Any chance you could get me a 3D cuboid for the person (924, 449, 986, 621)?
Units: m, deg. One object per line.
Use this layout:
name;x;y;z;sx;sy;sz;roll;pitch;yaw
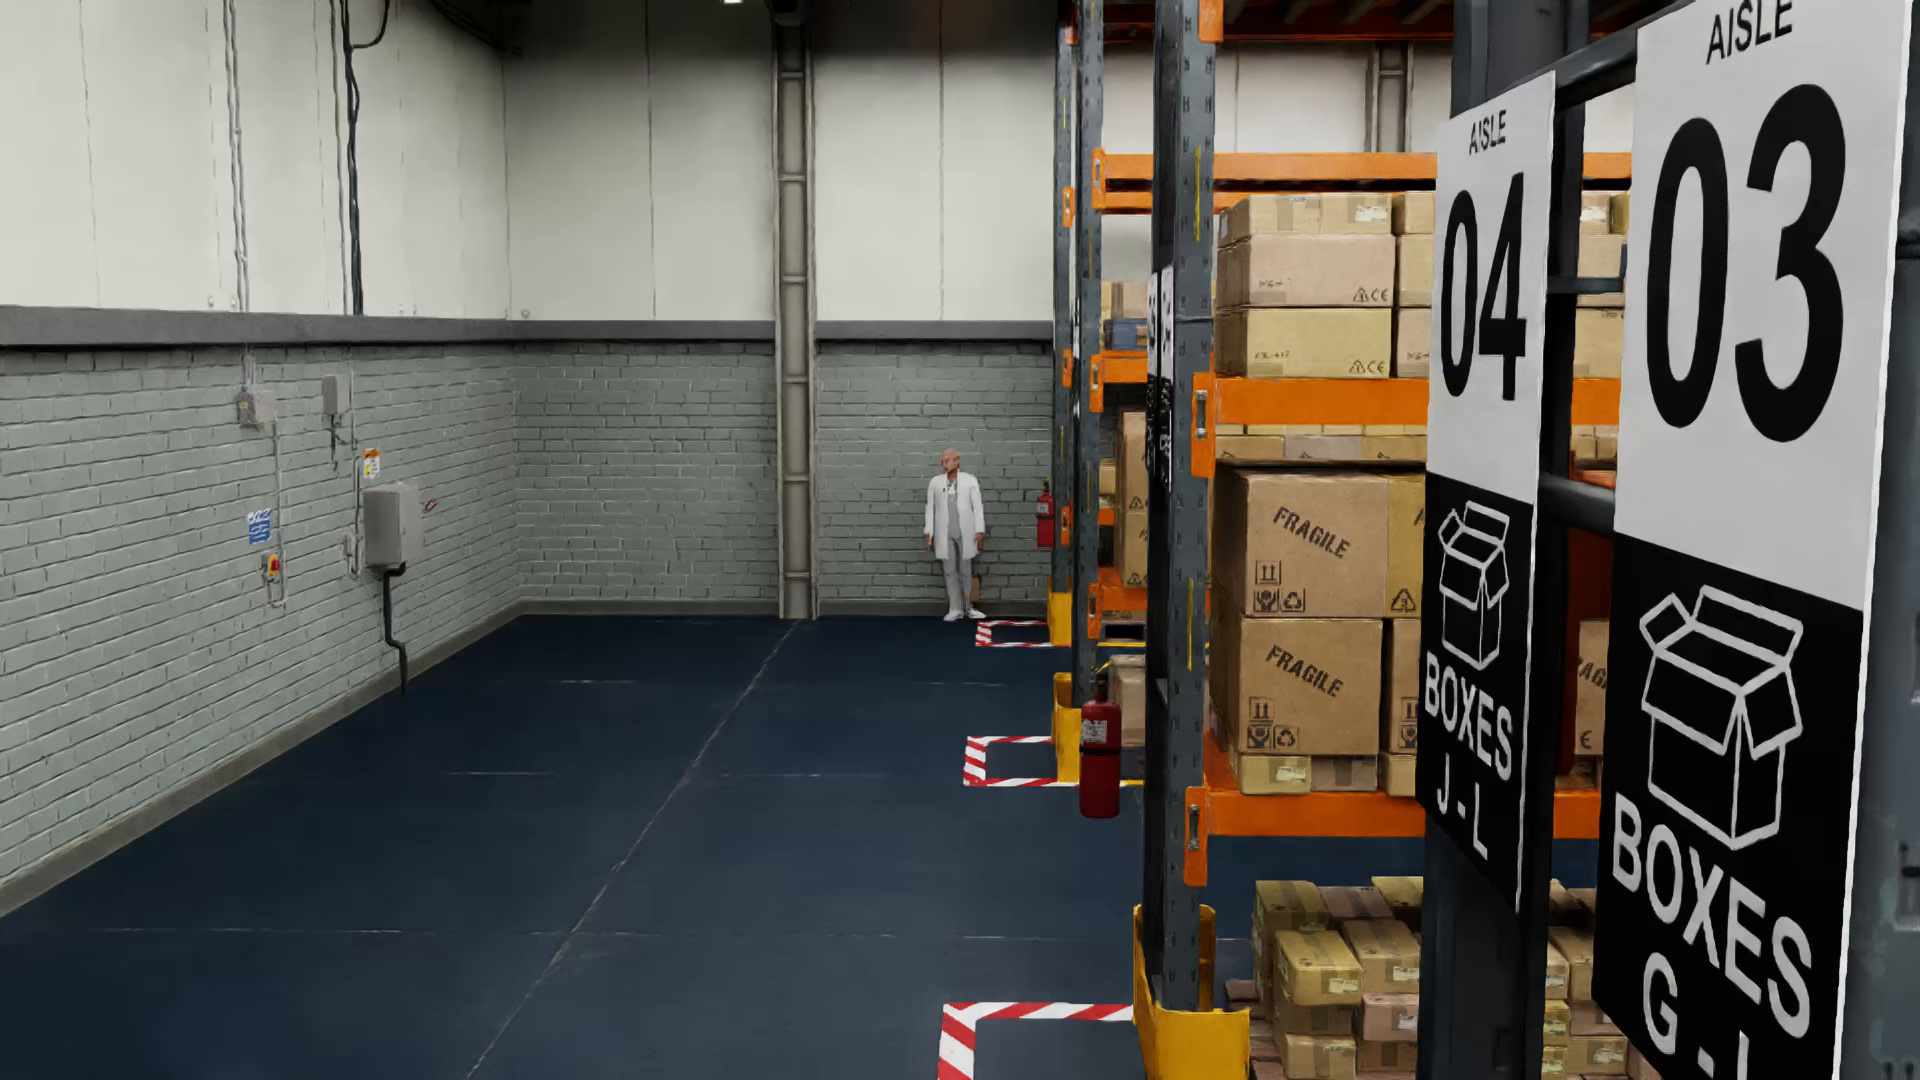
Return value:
person;-0.053;-0.055;17.216;0.644;1.774;0.487;0;7;0
